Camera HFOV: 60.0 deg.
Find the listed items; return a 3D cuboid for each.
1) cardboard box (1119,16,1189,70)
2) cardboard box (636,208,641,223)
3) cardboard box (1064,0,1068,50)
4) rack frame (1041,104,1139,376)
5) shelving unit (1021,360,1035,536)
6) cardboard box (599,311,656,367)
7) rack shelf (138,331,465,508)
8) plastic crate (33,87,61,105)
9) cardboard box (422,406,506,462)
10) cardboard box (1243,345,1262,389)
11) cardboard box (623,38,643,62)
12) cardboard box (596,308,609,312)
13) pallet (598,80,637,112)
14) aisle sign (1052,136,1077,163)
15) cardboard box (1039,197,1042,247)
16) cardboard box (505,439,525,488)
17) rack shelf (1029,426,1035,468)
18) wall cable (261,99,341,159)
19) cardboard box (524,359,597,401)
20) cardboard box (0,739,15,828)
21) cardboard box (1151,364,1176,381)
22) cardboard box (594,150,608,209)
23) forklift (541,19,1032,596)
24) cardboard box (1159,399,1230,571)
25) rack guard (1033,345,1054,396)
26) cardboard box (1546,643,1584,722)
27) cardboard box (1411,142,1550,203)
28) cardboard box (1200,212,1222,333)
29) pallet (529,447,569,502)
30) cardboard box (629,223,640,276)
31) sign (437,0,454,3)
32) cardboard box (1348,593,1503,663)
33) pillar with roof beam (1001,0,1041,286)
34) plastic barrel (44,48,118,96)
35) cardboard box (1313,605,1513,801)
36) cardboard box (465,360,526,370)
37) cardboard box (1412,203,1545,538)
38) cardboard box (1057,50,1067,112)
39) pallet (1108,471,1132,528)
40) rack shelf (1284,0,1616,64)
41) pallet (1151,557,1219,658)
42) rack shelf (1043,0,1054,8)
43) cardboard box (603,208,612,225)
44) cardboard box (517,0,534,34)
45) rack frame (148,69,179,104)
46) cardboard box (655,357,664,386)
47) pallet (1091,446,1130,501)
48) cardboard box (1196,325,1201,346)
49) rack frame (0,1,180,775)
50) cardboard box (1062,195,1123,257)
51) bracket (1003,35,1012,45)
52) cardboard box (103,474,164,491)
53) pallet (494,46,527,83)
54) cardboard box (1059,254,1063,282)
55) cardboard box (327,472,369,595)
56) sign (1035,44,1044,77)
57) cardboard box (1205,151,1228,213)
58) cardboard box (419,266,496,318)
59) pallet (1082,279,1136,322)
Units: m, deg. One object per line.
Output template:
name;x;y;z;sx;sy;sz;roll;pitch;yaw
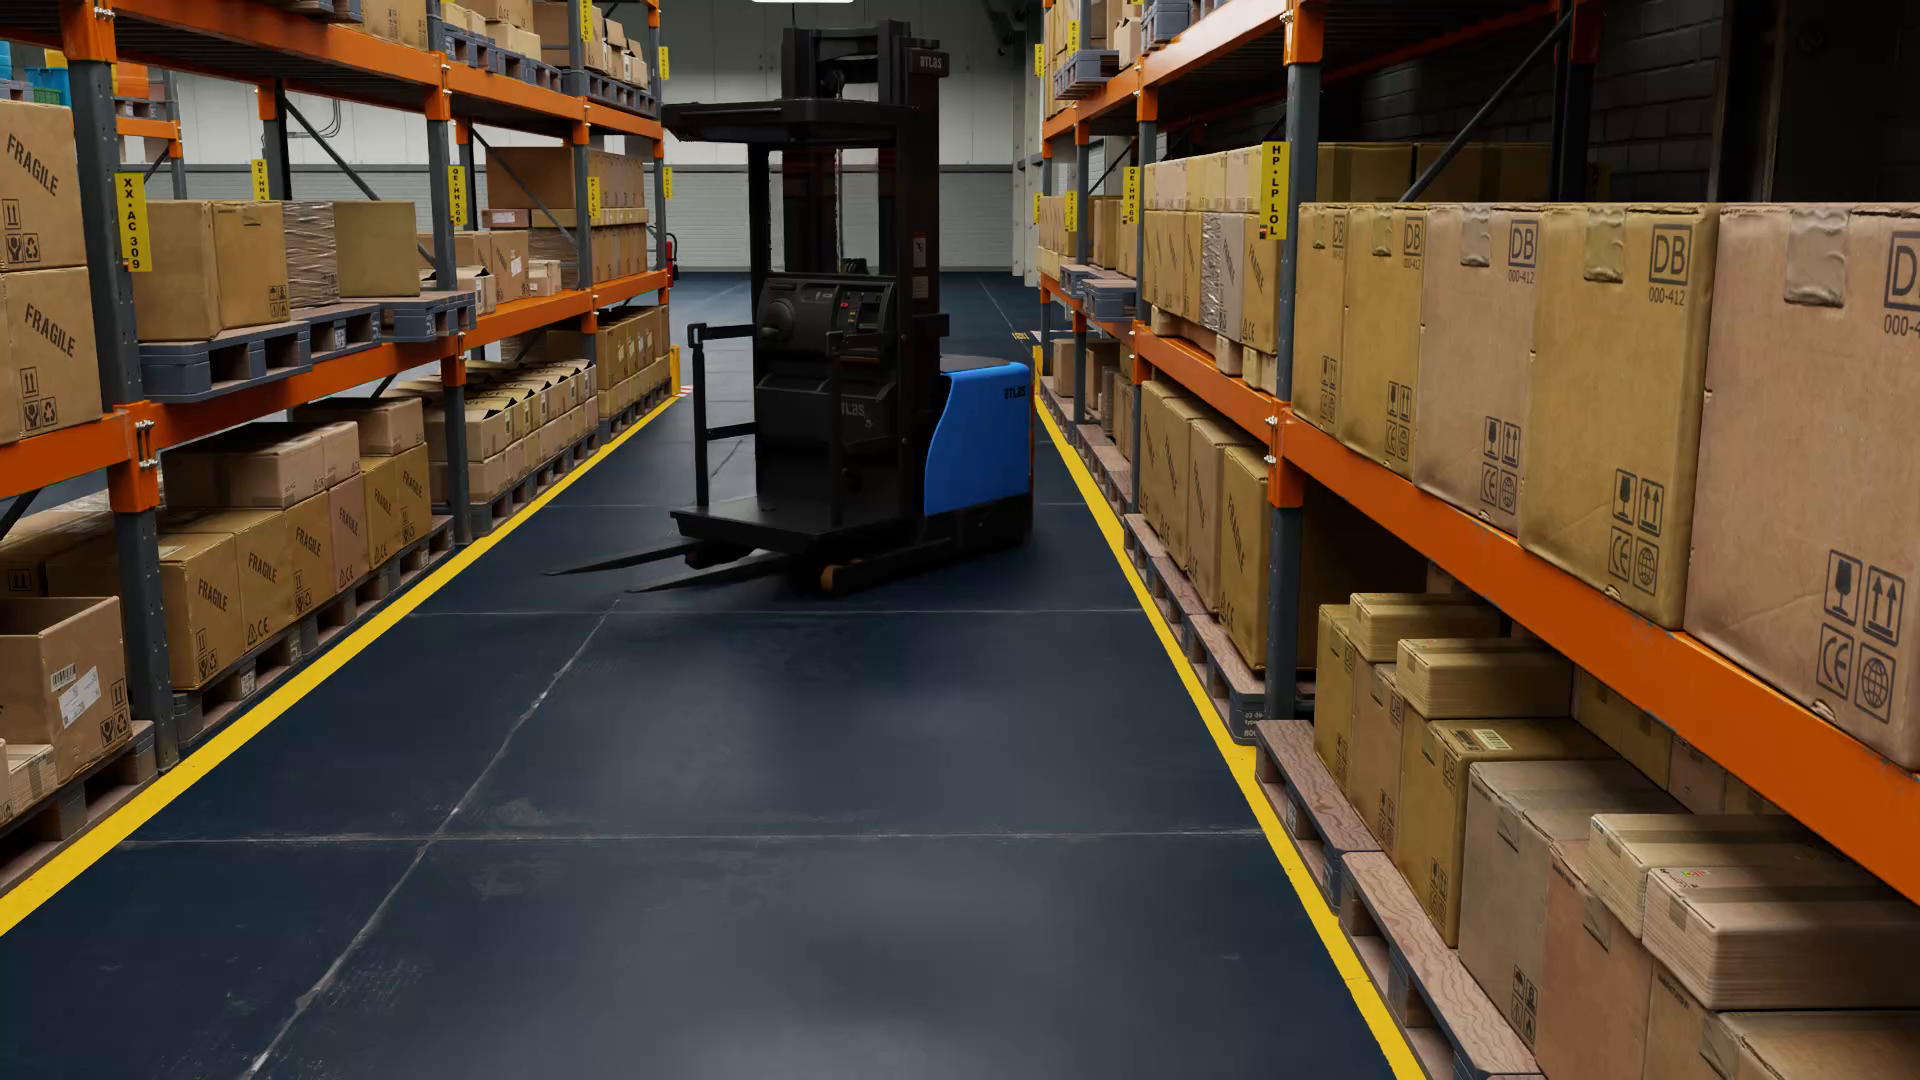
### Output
cardboard box;1.248;-3.037;10.115;0.500;0.311;0.500;0;11;-1
cardboard box;-3.374;-3.217;16.489;0.380;0.149;0.250;0;11;-2
cardboard box;1.147;-4.481;14.241;0.500;0.500;0.500;0;11;2
rack frame;1.368;-3.049;17.544;1.000;3.000;0.127;0;11;-1
shelving unit;0.324;-0.572;10.236;0.215;1.050;0.252;4;12;19
cardboard box;-3.241;-1.950;16.099;0.500;0.500;0.500;0;11;-1
rack shelf;-3.378;-0.688;7.714;1.077;0.370;4.000;0;11;-1
plastic crate;-8.215;-3.894;14.699;0.336;0.188;0.450;0;11;-1
cardboard box;-3.137;-0.676;10.297;0.500;0.311;0.500;0;11;1
cardboard box;1.297;-0.667;6.382;0.380;0.149;0.250;0;11;0
cardboard box;-3.577;-4.709;16.513;0.797;0.503;0.637;1;11;3
cardboard box;-3.784;-2.047;16.578;0.500;0.500;0.500;0;11;-1
pallet;-3.568;-4.071;15.259;1.003;0.211;1.213;0;11;-1
aisle sign;1.066;-4.336;17.350;0.394;0.787;0.004;0;11;-1
cardboard box;1.077;-3.257;17.009;0.500;0.500;0.500;0;11;-1
cardboard box;-3.148;-0.501;10.845;0.500;0.250;0.500;-1;11;-3
rack shelf;0.324;-0.561;10.238;0.215;0.259;0.240;4;12;19
wall cable;-19.113;-13.981;47.788;2.305;6.003;0.169;0;11;-1
cardboard box;-3.207;-1.287;13.306;0.500;0.311;0.500;0;11;-1
cardboard box;-3.026;0.721;4.619;0.500;0.311;0.500;0;11;-1
cardboard box;1.517;-1.073;11.100;0.500;0.250;0.500;0;11;0
cardboard box;-3.539;-3.206;14.803;0.700;0.500;0.500;0;11;-1
forklift;-0.867;-1.255;8.872;1.130;2.935;3.031;9;14;37
cardboard box;1.429;-0.290;8.296;0.750;0.750;0.750;0;11;-1
rack guard;1.369;-1.809;17.719;1.175;0.500;0.348;0;11;-1
cardboard box;1.747;0.364;4.318;0.380;0.149;0.250;0;11;-1
cardboard box;1.866;-1.328;6.126;0.500;0.250;0.500;0;11;1
cardboard box;1.332;-1.160;7.184;0.500;0.500;0.500;0;11;-1
pallet;-3.420;-0.477;11.879;1.003;0.211;1.213;0;11;-1
cardboard box;-3.572;-2.880;16.458;0.700;0.500;0.500;0;11;0
sign;-2.877;-3.163;9.261;0.100;0.325;0.005;0;11;-1
cardboard box;1.353;0.255;4.855;0.380;0.149;0.250;0;11;1
pillar with roof beam;-2.553;-10.607;39.708;9.100;9.000;0.548;0;11;-1
plastic barrel;-8.387;-4.550;15.871;0.600;0.588;0.600;0;11;0
cardboard box;1.528;0.505;5.259;0.700;0.500;0.500;0;11;0
cardboard box;-3.743;-1.283;13.287;0.500;0.311;0.500;0;11;-1
cardboard box;1.645;-0.413;3.797;0.980;0.700;0.700;-1;11;-4
cardboard box;1.146;-4.093;14.843;0.500;0.500;0.500;-1;11;-3
pallet;1.518;-0.248;10.749;1.003;0.211;1.213;0;11;-1
rack shelf;1.657;-1.384;3.600;1.077;0.370;4.000;0;11;-1
pallet;1.496;0.307;8.017;1.003;0.211;1.213;0;11;-1
rack shelf;1.409;-5.238;15.060;1.077;0.370;4.000;0;11;-1
cardboard box;-3.345;-2.910;14.977;0.380;0.149;0.250;-1;11;-3
cardboard box;-3.529;-4.080;12.516;0.500;0.500;0.500;0;11;0
rack frame;-8.537;-5.949;16.747;1.000;3.000;0.127;0;11;-1
cardboard box;-3.256;-1.682;16.663;0.500;0.250;0.500;0;11;-1
pallet;1.496;-0.490;11.941;1.003;0.211;1.213;0;11;-1
cardboard box;1.363;-1.024;8.141;0.380;0.149;0.250;0;11;0
rack frame;-3.337;-0.643;5.683;1.000;3.000;0.127;0;11;-1
cardboard box;1.131;-2.651;14.020;0.500;0.500;0.500;0;11;-1
bracket;1.281;-13.497;44.903;0.235;0.232;0.430;0;11;-1
cardboard box;-3.658;-0.029;7.839;0.500;0.500;0.500;-1;11;-3
pallet;-3.549;-3.172;11.081;1.003;0.211;1.213;0;11;1
cardboard box;1.135;-2.382;14.584;0.500;0.250;0.500;0;11;-1
cardboard box;-3.138;-0.036;7.874;0.500;0.500;0.500;-1;11;-3
sign;0.825;-4.945;17.148;0.100;0.325;0.005;0;11;-1
cardboard box;1.339;-1.531;7.124;0.500;0.250;0.500;0;11;0
cardboard box;-3.245;-1.573;10.491;0.500;0.311;0.500;0;11;-2
pallet;1.412;-1.506;10.421;1.213;0.211;1.003;0;11;-1
